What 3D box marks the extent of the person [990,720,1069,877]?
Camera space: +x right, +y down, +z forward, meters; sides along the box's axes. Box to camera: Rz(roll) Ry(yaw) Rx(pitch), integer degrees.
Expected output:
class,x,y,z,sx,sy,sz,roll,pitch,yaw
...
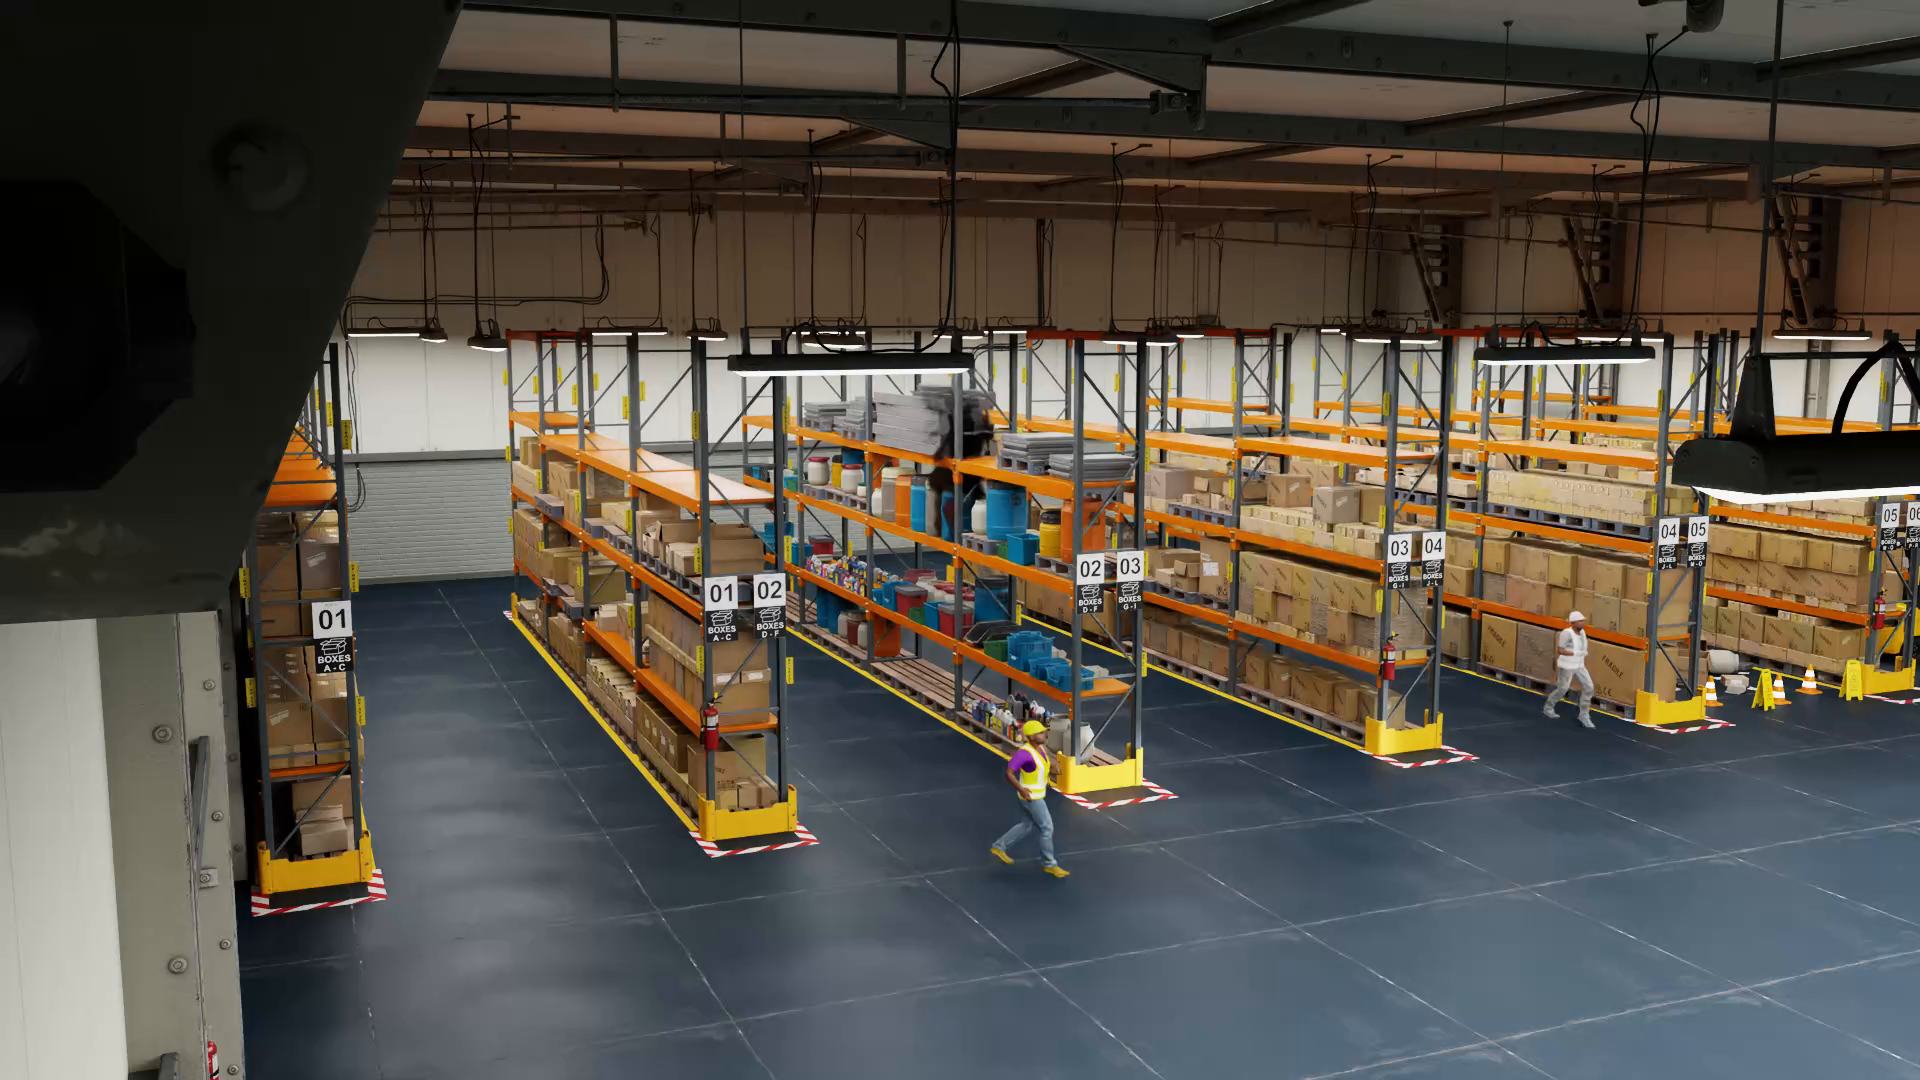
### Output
class,x,y,z,sx,sy,sz,roll,pitch,yaw
person,0.797,2.903,18.832,0.916,1.781,0.681,1,8,9

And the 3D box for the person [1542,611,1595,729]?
class,x,y,z,sx,sy,sz,roll,pitch,yaw
person,9.395,1.982,25.634,0.700,1.817,0.833,-5,9,-31
